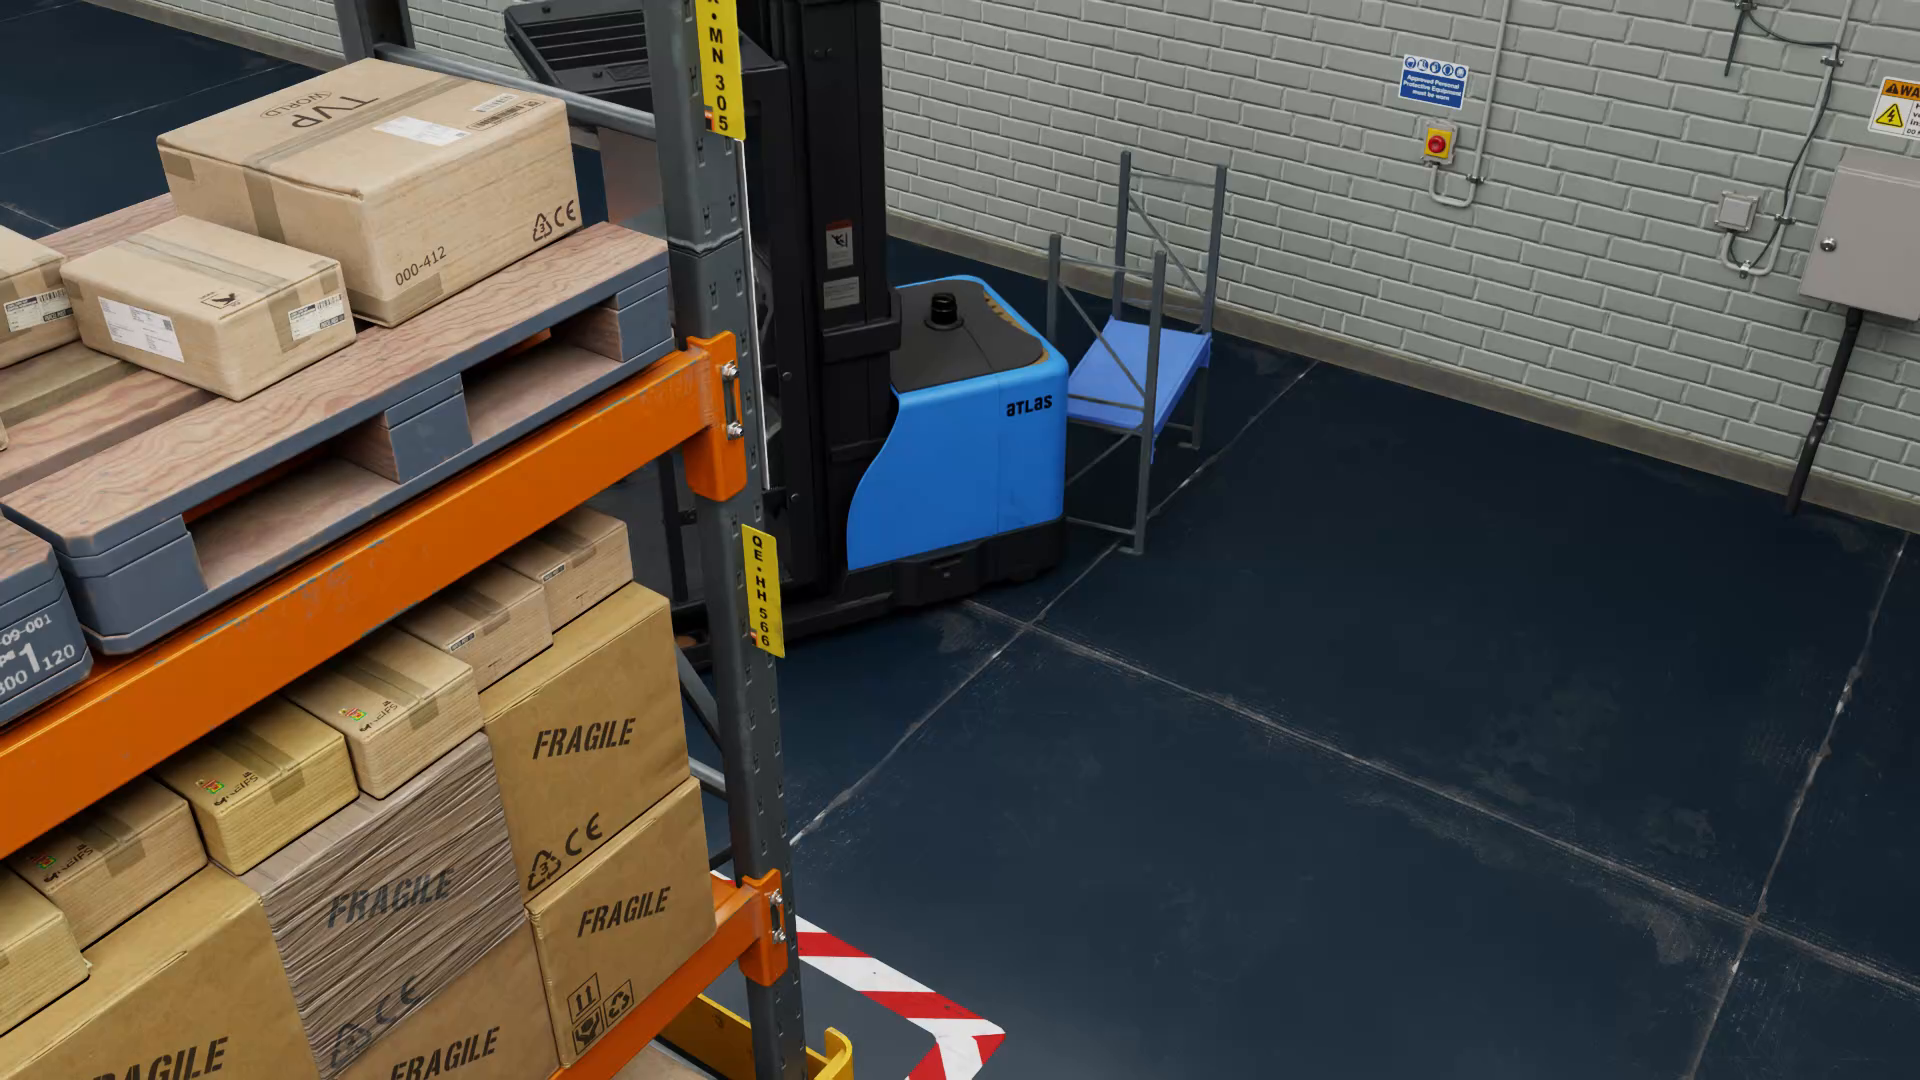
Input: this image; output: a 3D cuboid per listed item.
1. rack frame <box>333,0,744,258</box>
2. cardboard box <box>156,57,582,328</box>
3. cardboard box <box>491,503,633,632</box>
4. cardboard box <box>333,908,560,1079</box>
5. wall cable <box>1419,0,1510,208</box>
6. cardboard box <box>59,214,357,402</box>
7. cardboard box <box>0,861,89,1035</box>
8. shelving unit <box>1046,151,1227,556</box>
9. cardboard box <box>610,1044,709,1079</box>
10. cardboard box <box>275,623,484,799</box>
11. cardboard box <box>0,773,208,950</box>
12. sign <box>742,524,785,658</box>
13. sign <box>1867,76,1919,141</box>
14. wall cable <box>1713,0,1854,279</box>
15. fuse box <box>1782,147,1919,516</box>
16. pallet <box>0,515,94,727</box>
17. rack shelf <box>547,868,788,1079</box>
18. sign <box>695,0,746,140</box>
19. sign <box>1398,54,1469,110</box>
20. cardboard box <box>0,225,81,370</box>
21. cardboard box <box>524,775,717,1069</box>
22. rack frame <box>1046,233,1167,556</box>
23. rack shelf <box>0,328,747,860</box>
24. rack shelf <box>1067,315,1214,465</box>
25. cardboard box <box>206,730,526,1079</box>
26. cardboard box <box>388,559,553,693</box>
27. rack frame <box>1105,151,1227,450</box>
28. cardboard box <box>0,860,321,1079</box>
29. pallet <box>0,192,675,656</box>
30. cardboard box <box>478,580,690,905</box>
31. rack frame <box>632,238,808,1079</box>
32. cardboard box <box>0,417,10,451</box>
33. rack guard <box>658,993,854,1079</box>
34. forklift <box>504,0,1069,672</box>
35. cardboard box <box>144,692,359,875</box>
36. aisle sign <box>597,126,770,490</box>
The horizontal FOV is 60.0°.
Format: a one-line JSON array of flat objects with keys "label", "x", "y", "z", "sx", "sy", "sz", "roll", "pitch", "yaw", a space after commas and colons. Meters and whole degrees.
[{"label": "rack frame", "x": -0.873, "y": -1.973, "z": 2.634, "sx": 1.000, "sy": 3.000, "sz": 0.127, "roll": 21, "pitch": 39, "yaw": 28}, {"label": "cardboard box", "x": -1.055, "y": -0.647, "z": 3.022, "sx": 0.500, "sy": 0.250, "sz": 0.500, "roll": 18, "pitch": 38, "yaw": 24}, {"label": "cardboard box", "x": -0.913, "y": 0.017, "z": 3.486, "sx": 0.380, "sy": 0.149, "sz": 0.250, "roll": 22, "pitch": 40, "yaw": 29}, {"label": "cardboard box", "x": -1.229, "y": 1.004, "z": 3.499, "sx": 0.500, "sy": 0.500, "sz": 0.500, "roll": 20, "pitch": 39, "yaw": 27}, {"label": "wall cable", "x": 2.323, "y": -2.524, "z": 7.869, "sx": 0.585, "sy": 1.953, "sz": 0.123, "roll": 21, "pitch": 39, "yaw": 28}, {"label": "cardboard box", "x": -1.229, "y": -0.387, "z": 2.727, "sx": 0.380, "sy": 0.149, "sz": 0.250, "roll": 18, "pitch": 38, "yaw": 25}, {"label": "cardboard box", "x": -1.595, "y": 0.622, "z": 2.591, "sx": 0.380, "sy": 0.149, "sz": 0.250, "roll": 22, "pitch": 40, "yaw": 29}, {"label": "shelving unit", "x": 0.798, "y": -0.872, "z": 7.701, "sx": 0.538, "sy": 1.500, "sz": 1.048, "roll": 13, "pitch": 36, "yaw": 18}, {"label": "cardboard box", "x": -1.167, "y": 1.736, "z": 4.418, "sx": 0.875, "sy": 0.438, "sz": 0.875, "roll": 20, "pitch": 39, "yaw": 27}, {"label": "cardboard box", "x": -1.116, "y": 0.288, "z": 3.086, "sx": 0.380, "sy": 0.149, "sz": 0.250, "roll": 21, "pitch": 39, "yaw": 28}, {"label": "cardboard box", "x": -1.501, "y": 0.488, "z": 2.790, "sx": 0.380, "sy": 0.149, "sz": 0.250, "roll": 21, "pitch": 39, "yaw": 28}, {"label": "sign", "x": -0.435, "y": 0.115, "z": 3.658, "sx": 0.100, "sy": 0.325, "sz": 0.005, "roll": 21, "pitch": 39, "yaw": 28}, {"label": "sign", "x": 4.038, "y": -1.807, "z": 7.007, "sx": 0.339, "sy": 0.242, "sz": 0.001, "roll": 21, "pitch": 39, "yaw": 28}, {"label": "wall cable", "x": 3.495, "y": -2.063, "z": 7.216, "sx": 0.588, "sy": 1.984, "sz": 0.122, "roll": 21, "pitch": 39, "yaw": 28}, {"label": "fuse box", "x": 3.966, "y": -0.818, "z": 7.432, "sx": 0.539, "sy": 1.711, "sz": 0.414, "roll": 21, "pitch": 39, "yaw": 28}, {"label": "pallet", "x": -1.982, "y": 0.215, "z": 2.155, "sx": 1.003, "sy": 0.211, "sz": 1.213, "roll": 21, "pitch": 39, "yaw": 28}, {"label": "rack shelf", "x": -2.013, "y": 1.731, "z": 3.155, "sx": 1.077, "sy": 0.370, "sz": 4.000, "roll": 21, "pitch": 39, "yaw": 28}, {"label": "sign", "x": -0.435, "y": -0.884, "z": 2.982, "sx": 0.100, "sy": 0.325, "sz": 0.005, "roll": 21, "pitch": 39, "yaw": 28}, {"label": "sign", "x": 2.318, "y": -2.245, "z": 8.151, "sx": 0.327, "sy": 0.218, "sz": 0.001, "roll": 21, "pitch": 39, "yaw": 28}, {"label": "cardboard box", "x": -1.682, "y": -0.414, "z": 2.767, "sx": 0.380, "sy": 0.149, "sz": 0.250, "roll": 23, "pitch": 40, "yaw": 30}, {"label": "cardboard box", "x": -0.930, "y": 0.778, "z": 3.833, "sx": 0.500, "sy": 0.500, "sz": 0.500, "roll": 21, "pitch": 40, "yaw": 28}, {"label": "rack frame", "x": 0.611, "y": -0.608, "z": 7.310, "sx": 0.500, "sy": 1.500, "sz": 0.032, "roll": 13, "pitch": 36, "yaw": 18}, {"label": "rack shelf", "x": -2.013, "y": 0.488, "z": 2.315, "sx": 1.077, "sy": 0.370, "sz": 4.000, "roll": 21, "pitch": 39, "yaw": 28}, {"label": "rack shelf", "x": 0.798, "y": -0.723, "z": 7.802, "sx": 0.538, "sy": 0.185, "sz": 1.000, "roll": 13, "pitch": 36, "yaw": 18}, {"label": "cardboard box", "x": -1.226, "y": 0.605, "z": 3.196, "sx": 0.500, "sy": 0.500, "sz": 0.500, "roll": 21, "pitch": 40, "yaw": 28}, {"label": "cardboard box", "x": -1.038, "y": 0.142, "z": 3.302, "sx": 0.380, "sy": 0.149, "sz": 0.250, "roll": 22, "pitch": 40, "yaw": 29}, {"label": "rack frame", "x": 0.986, "y": -1.137, "z": 8.092, "sx": 0.500, "sy": 1.500, "sz": 0.032, "roll": 13, "pitch": 36, "yaw": 18}, {"label": "cardboard box", "x": -1.511, "y": 0.831, "z": 2.861, "sx": 0.500, "sy": 0.500, "sz": 0.500, "roll": 21, "pitch": 39, "yaw": 28}, {"label": "pallet", "x": -1.287, "y": -0.349, "z": 2.989, "sx": 1.003, "sy": 0.211, "sz": 1.213, "roll": 21, "pitch": 39, "yaw": 28}, {"label": "cardboard box", "x": -0.952, "y": 0.355, "z": 3.566, "sx": 0.500, "sy": 0.500, "sz": 0.500, "roll": 23, "pitch": 40, "yaw": 30}, {"label": "rack frame", "x": -0.873, "y": 0.513, "z": 4.314, "sx": 1.000, "sy": 3.000, "sz": 0.127, "roll": 21, "pitch": 39, "yaw": 28}, {"label": "cardboard box", "x": -1.767, "y": -0.236, "z": 2.358, "sx": 0.500, "sy": 0.311, "sz": 0.500, "roll": 22, "pitch": 40, "yaw": 29}, {"label": "rack guard", "x": -0.859, "y": 1.537, "z": 5.031, "sx": 1.175, "sy": 0.500, "sz": 0.348, "roll": 21, "pitch": 39, "yaw": 28}, {"label": "forklift", "x": -1.090, "y": -0.984, "z": 6.589, "sx": 3.031, "sy": 2.935, "sz": 1.130, "roll": -14, "pitch": 36, "yaw": -20}, {"label": "cardboard box", "x": -1.293, "y": 0.390, "z": 2.934, "sx": 0.380, "sy": 0.149, "sz": 0.250, "roll": 22, "pitch": 40, "yaw": 29}, {"label": "aisle sign", "x": -0.577, "y": -0.498, "z": 3.489, "sx": 0.394, "sy": 0.787, "sz": 0.004, "roll": 21, "pitch": 39, "yaw": 28}]
